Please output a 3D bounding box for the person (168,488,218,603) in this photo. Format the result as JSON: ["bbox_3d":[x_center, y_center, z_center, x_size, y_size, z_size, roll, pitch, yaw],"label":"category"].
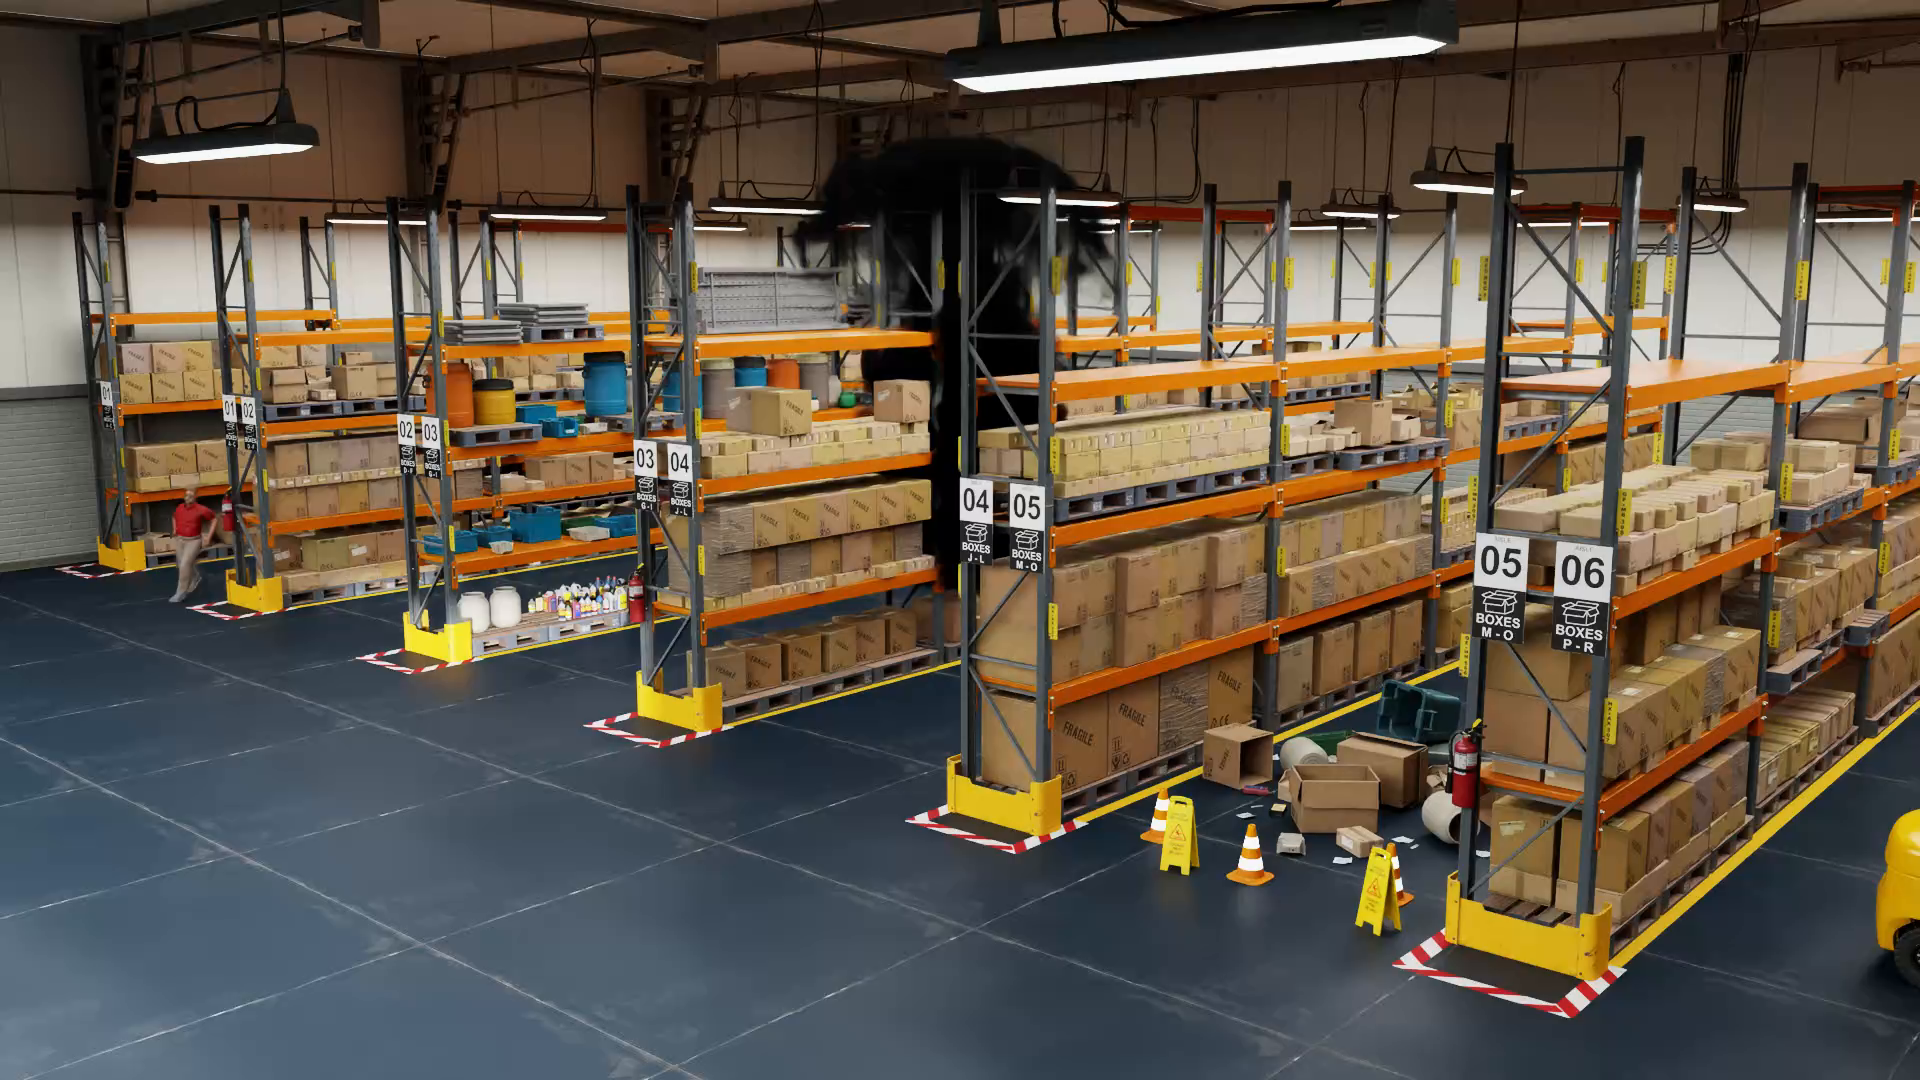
[{"bbox_3d":[-11.892,0.052,25.754,0.737,1.716,0.909,2,10,14],"label":"person"}]
